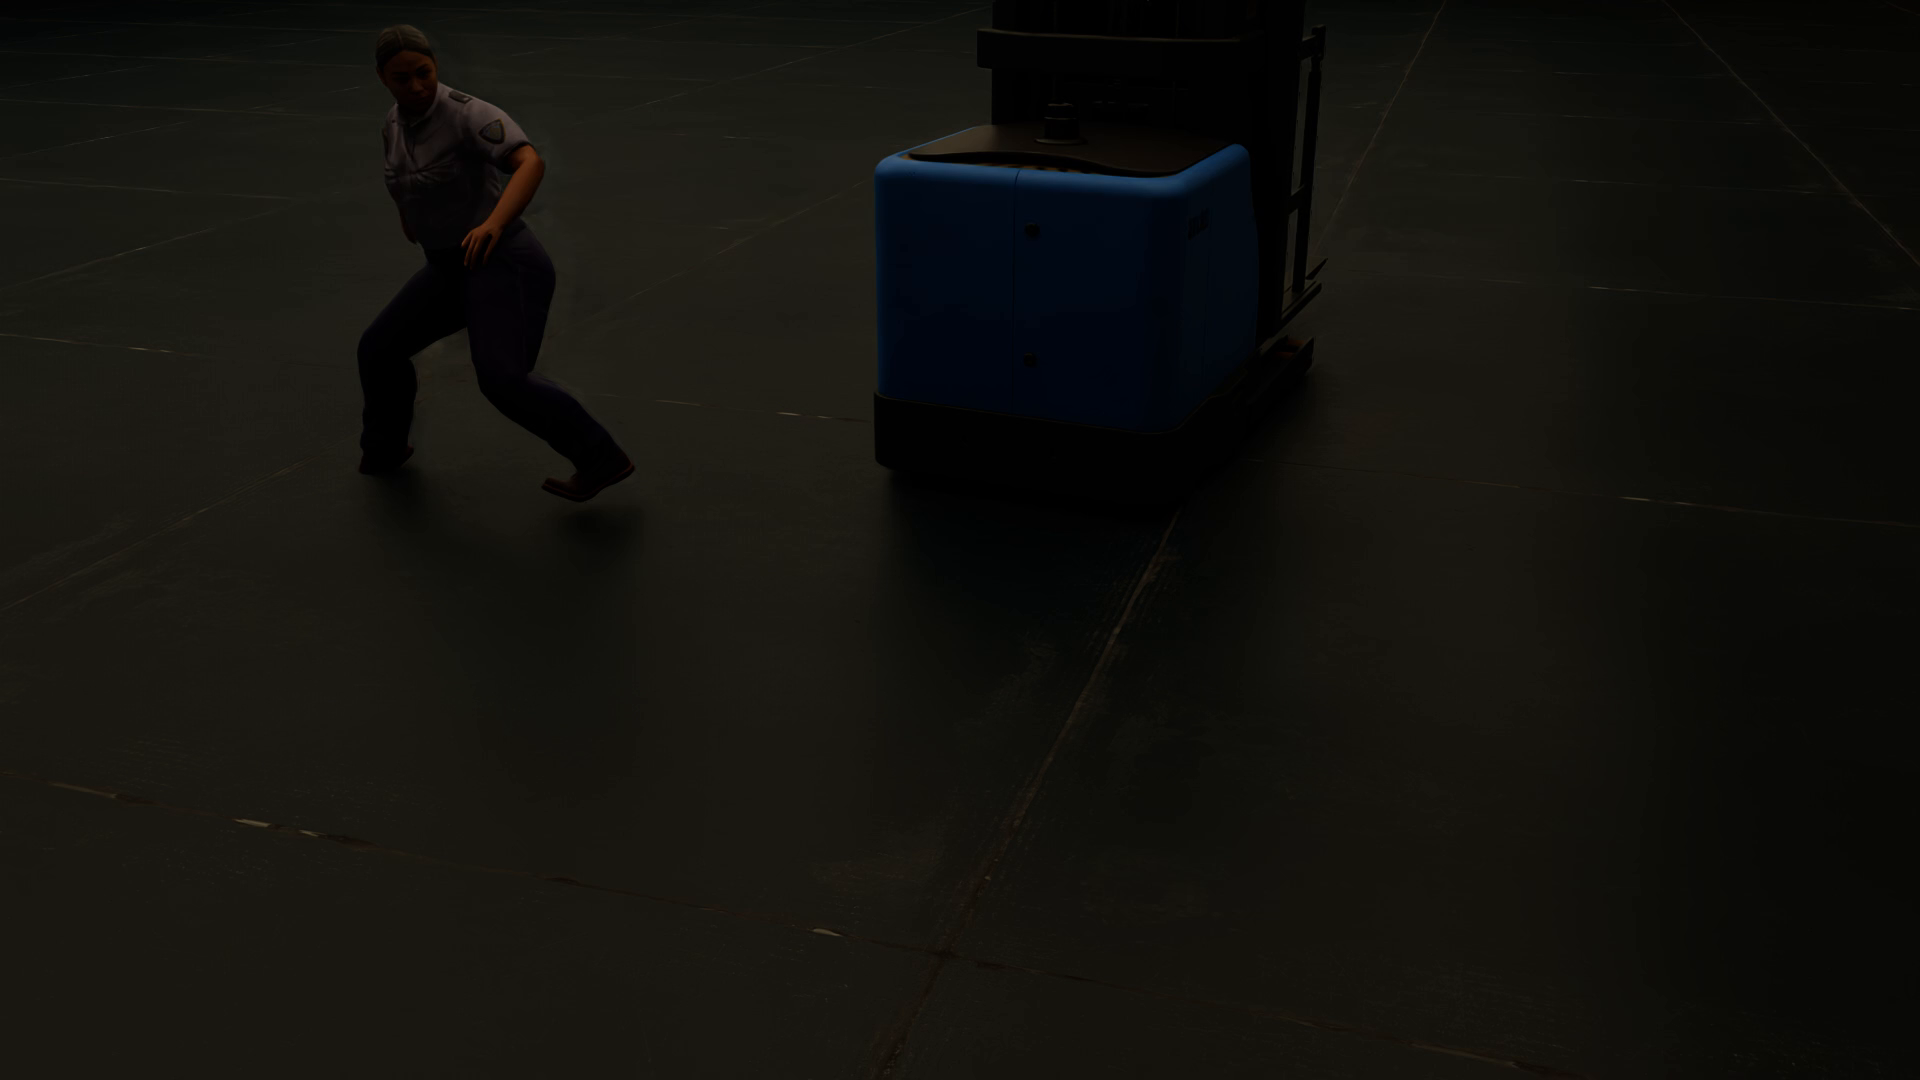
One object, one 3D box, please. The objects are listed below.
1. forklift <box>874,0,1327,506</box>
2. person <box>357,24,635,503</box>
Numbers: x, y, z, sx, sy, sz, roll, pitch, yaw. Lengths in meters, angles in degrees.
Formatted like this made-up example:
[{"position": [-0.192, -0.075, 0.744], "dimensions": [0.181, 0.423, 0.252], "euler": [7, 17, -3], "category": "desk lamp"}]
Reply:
[{"position": [0.775, -1.988, 6.095], "dimensions": [1.130, 2.935, 3.031], "euler": [10, 24, 22], "category": "forklift"}, {"position": [-1.598, -0.817, 5.282], "dimensions": [1.087, 1.595, 0.523], "euler": [20, 30, 39], "category": "person"}]
